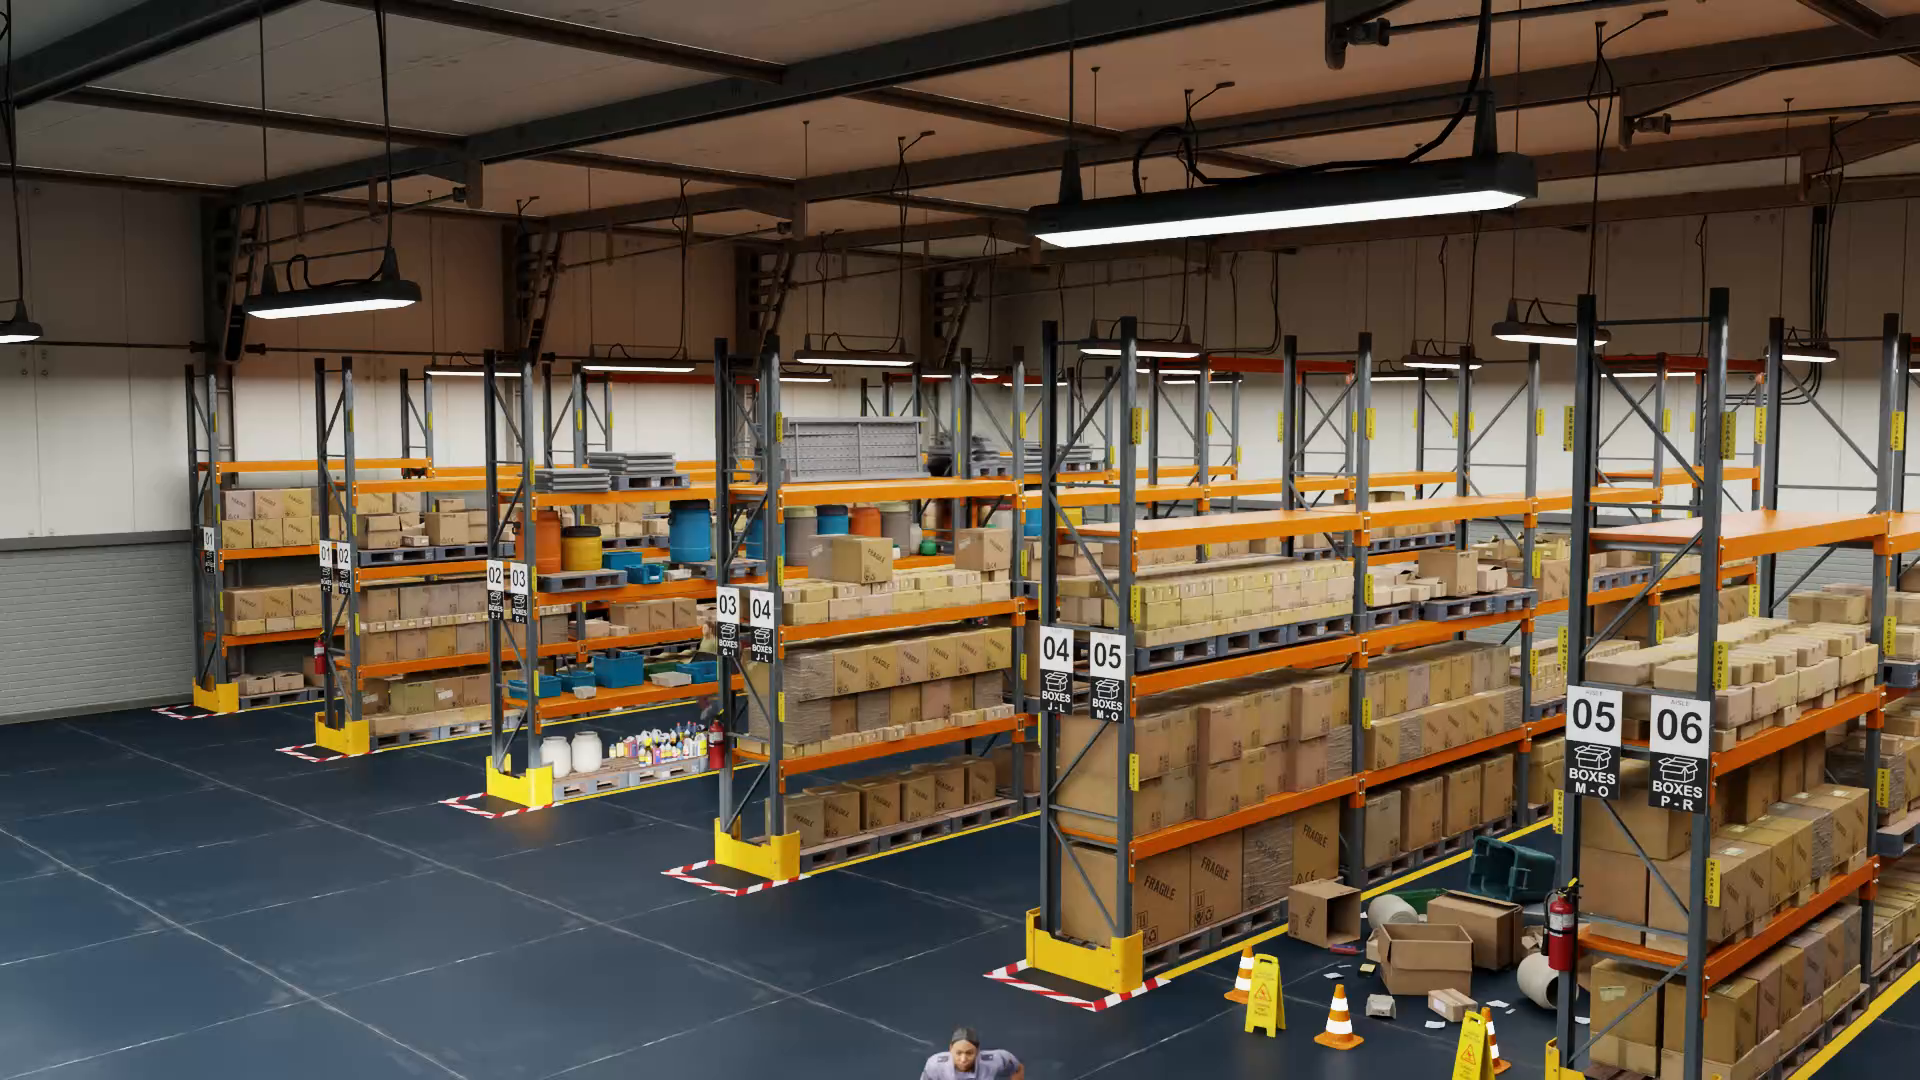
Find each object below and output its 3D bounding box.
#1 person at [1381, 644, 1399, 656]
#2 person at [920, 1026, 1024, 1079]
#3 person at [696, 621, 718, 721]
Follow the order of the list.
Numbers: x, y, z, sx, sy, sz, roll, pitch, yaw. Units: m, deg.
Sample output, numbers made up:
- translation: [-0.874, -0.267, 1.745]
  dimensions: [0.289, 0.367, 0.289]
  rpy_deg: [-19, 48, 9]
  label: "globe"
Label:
- translation: [6.819, 2.371, 25.808]
  dimensions: [0.663, 1.716, 0.865]
  rpy_deg: [4, 6, 41]
  label: "person"
- translation: [0.070, 3.631, 10.117]
  dimensions: [0.639, 1.612, 0.905]
  rpy_deg: [0, 4, 2]
  label: "person"
- translation: [-4.168, 2.158, 28.070]
  dimensions: [0.602, 1.616, 0.800]
  rpy_deg: [4, 6, 40]
  label: "person"
